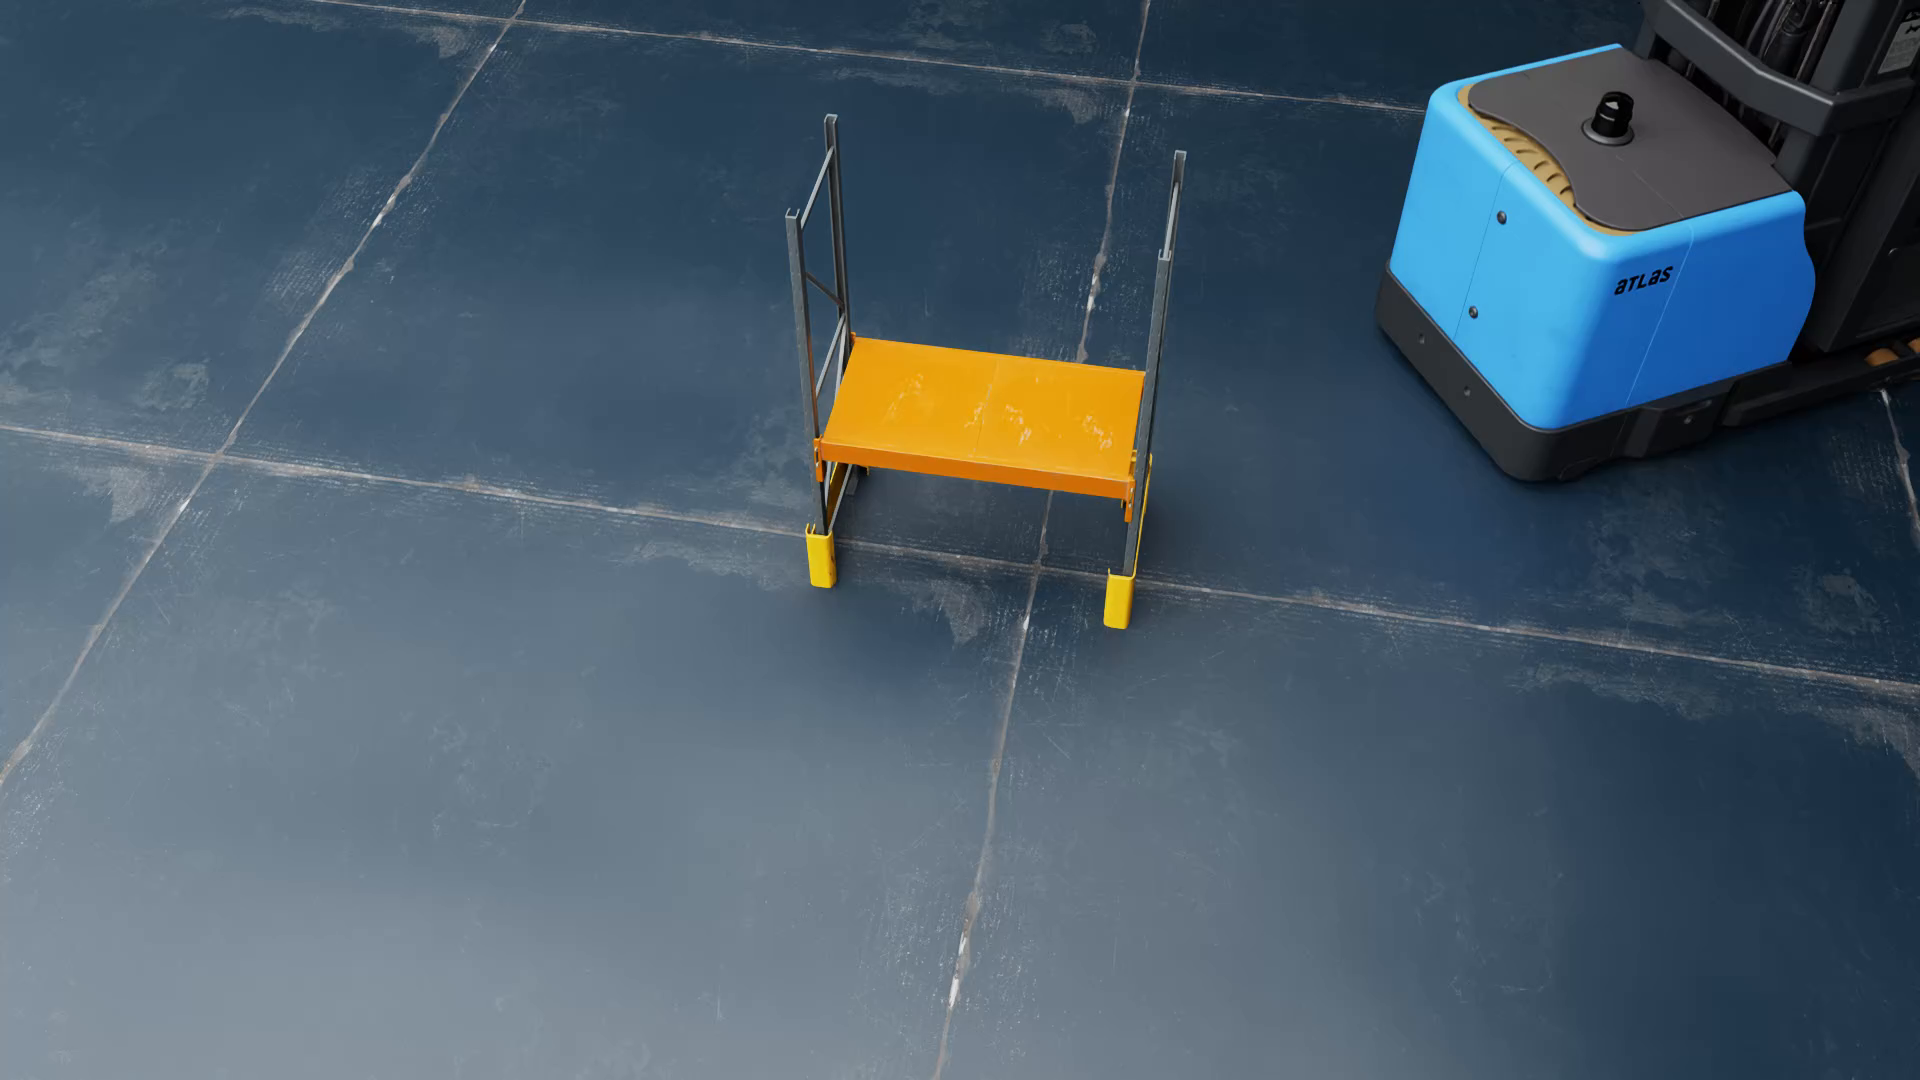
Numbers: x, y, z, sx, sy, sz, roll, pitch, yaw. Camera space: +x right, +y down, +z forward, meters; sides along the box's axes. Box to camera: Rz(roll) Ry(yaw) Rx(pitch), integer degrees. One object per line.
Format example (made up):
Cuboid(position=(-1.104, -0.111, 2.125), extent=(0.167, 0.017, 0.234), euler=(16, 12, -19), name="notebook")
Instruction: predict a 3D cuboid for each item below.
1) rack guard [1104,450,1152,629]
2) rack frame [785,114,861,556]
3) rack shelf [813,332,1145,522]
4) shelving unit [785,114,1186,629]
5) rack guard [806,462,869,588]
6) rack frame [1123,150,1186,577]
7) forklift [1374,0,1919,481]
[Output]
Cuboid(position=(0.565, -0.008, 5.589), extent=(0.087, 0.250, 0.587), euler=(8, 49, 7), name="rack guard")
Cuboid(position=(-0.416, -0.557, 5.242), extent=(0.032, 1.500, 0.500), euler=(8, 49, 7), name="rack frame")
Cuboid(position=(0.084, -0.370, 5.316), extent=(1.000, 0.185, 0.538), euler=(8, 49, 7), name="rack shelf")
Cuboid(position=(0.075, -0.491, 5.183), extent=(1.083, 1.500, 0.587), euler=(8, 49, 7), name="shelving unit")
Cuboid(position=(-0.415, -0.139, 5.707), extent=(0.087, 0.250, 0.587), euler=(8, 49, 7), name="rack guard")
Cuboid(position=(0.584, -0.423, 5.122), extent=(0.032, 1.500, 0.500), euler=(8, 49, 7), name="rack frame")
Cuboid(position=(3.171, -1.885, 5.474), extent=(3.031, 2.935, 1.130), euler=(-16, 50, -14), name="forklift")
